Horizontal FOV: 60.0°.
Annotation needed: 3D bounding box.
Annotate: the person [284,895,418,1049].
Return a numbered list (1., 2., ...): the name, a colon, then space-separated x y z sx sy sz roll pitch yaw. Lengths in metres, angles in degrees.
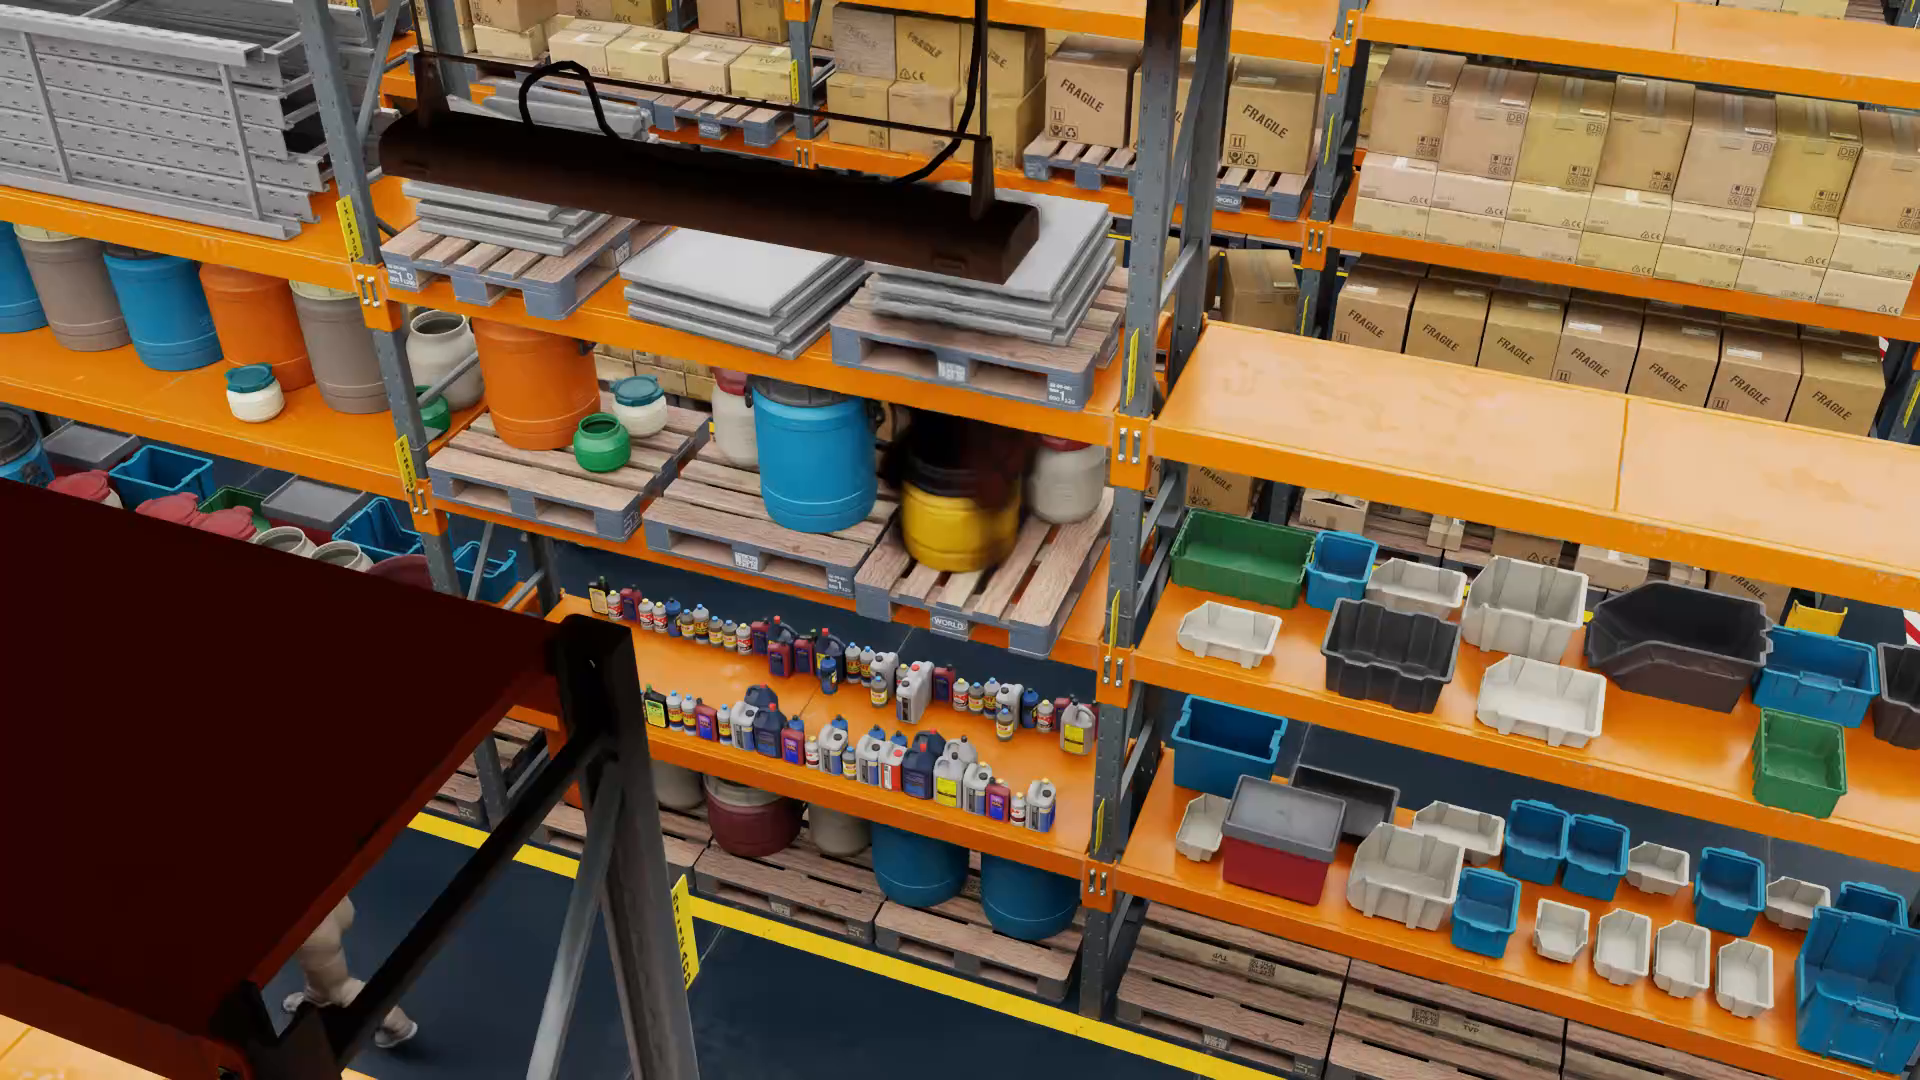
1. person: -3.489 2.111 9.062 0.954 1.744 0.656 7 37 9

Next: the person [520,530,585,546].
1. person: -3.196 -0.629 12.853 0.816 1.691 0.599 7 37 9
